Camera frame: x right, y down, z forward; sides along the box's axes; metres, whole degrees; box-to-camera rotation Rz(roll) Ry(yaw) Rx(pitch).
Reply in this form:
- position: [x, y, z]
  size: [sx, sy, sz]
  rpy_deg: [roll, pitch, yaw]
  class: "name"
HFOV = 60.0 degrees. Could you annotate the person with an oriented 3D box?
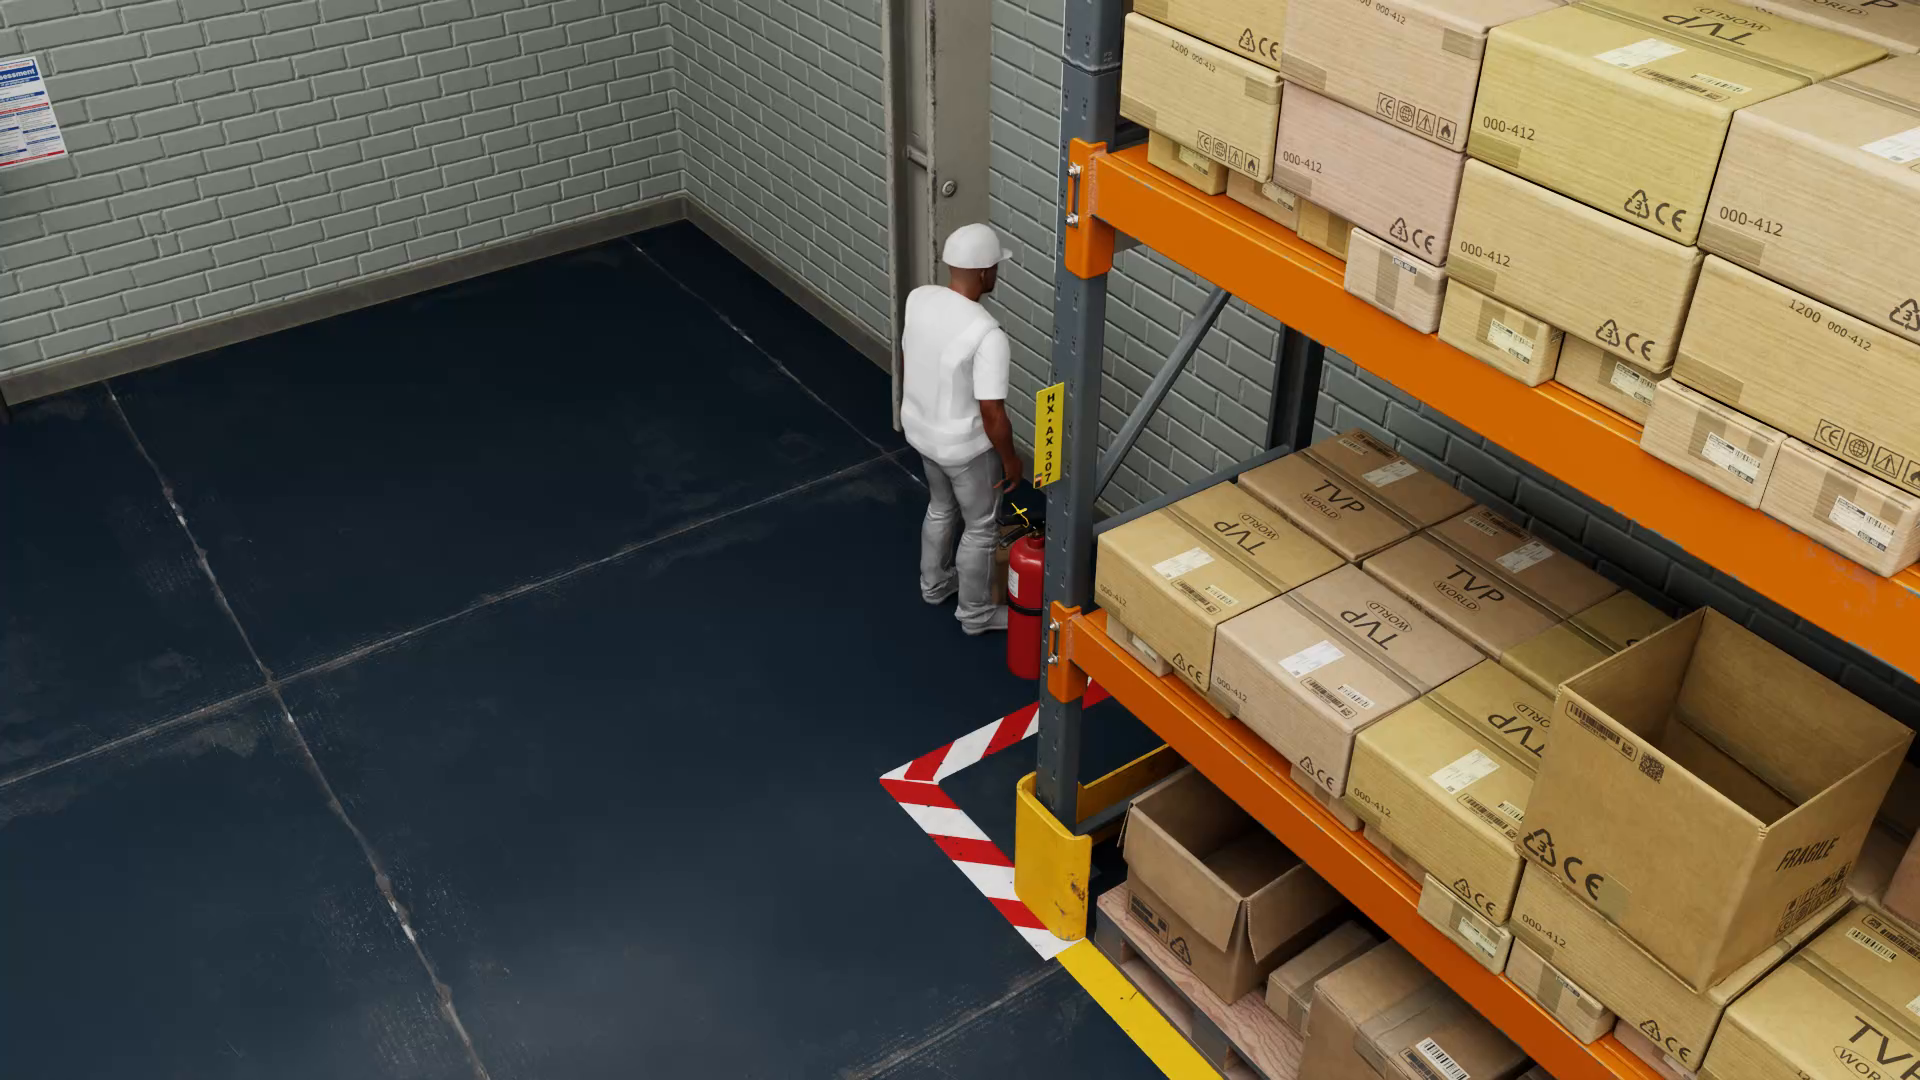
- position: [0.014, -0.438, 6.734]
  size: [0.459, 1.757, 0.638]
  rpy_deg: [-24, 42, -29]
  class: "person"
